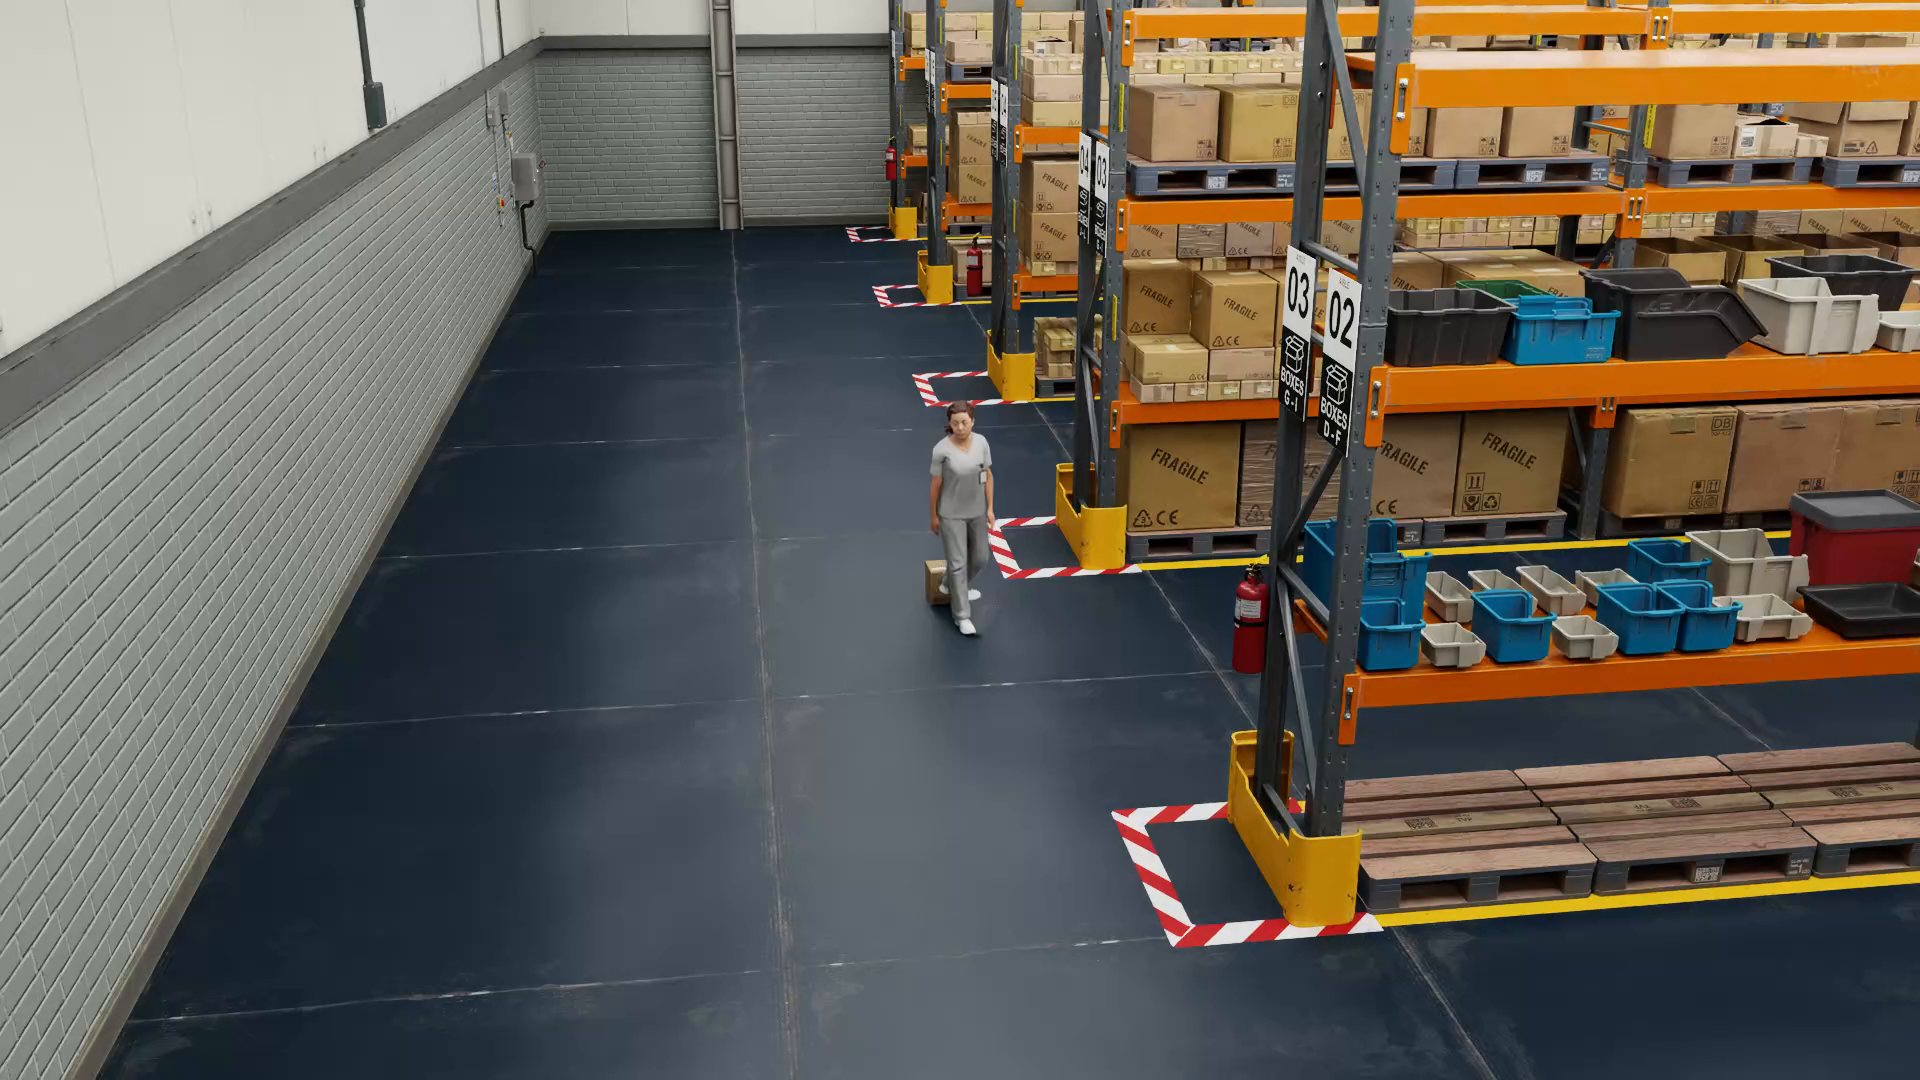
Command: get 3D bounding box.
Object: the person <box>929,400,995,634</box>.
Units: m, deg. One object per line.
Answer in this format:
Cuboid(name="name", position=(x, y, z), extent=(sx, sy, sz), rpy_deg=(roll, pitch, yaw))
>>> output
Cuboid(name="person", position=(-0.006, -0.205, 11.633), extent=(0.501, 1.666, 0.616), rpy_deg=(-10, 22, -25))
